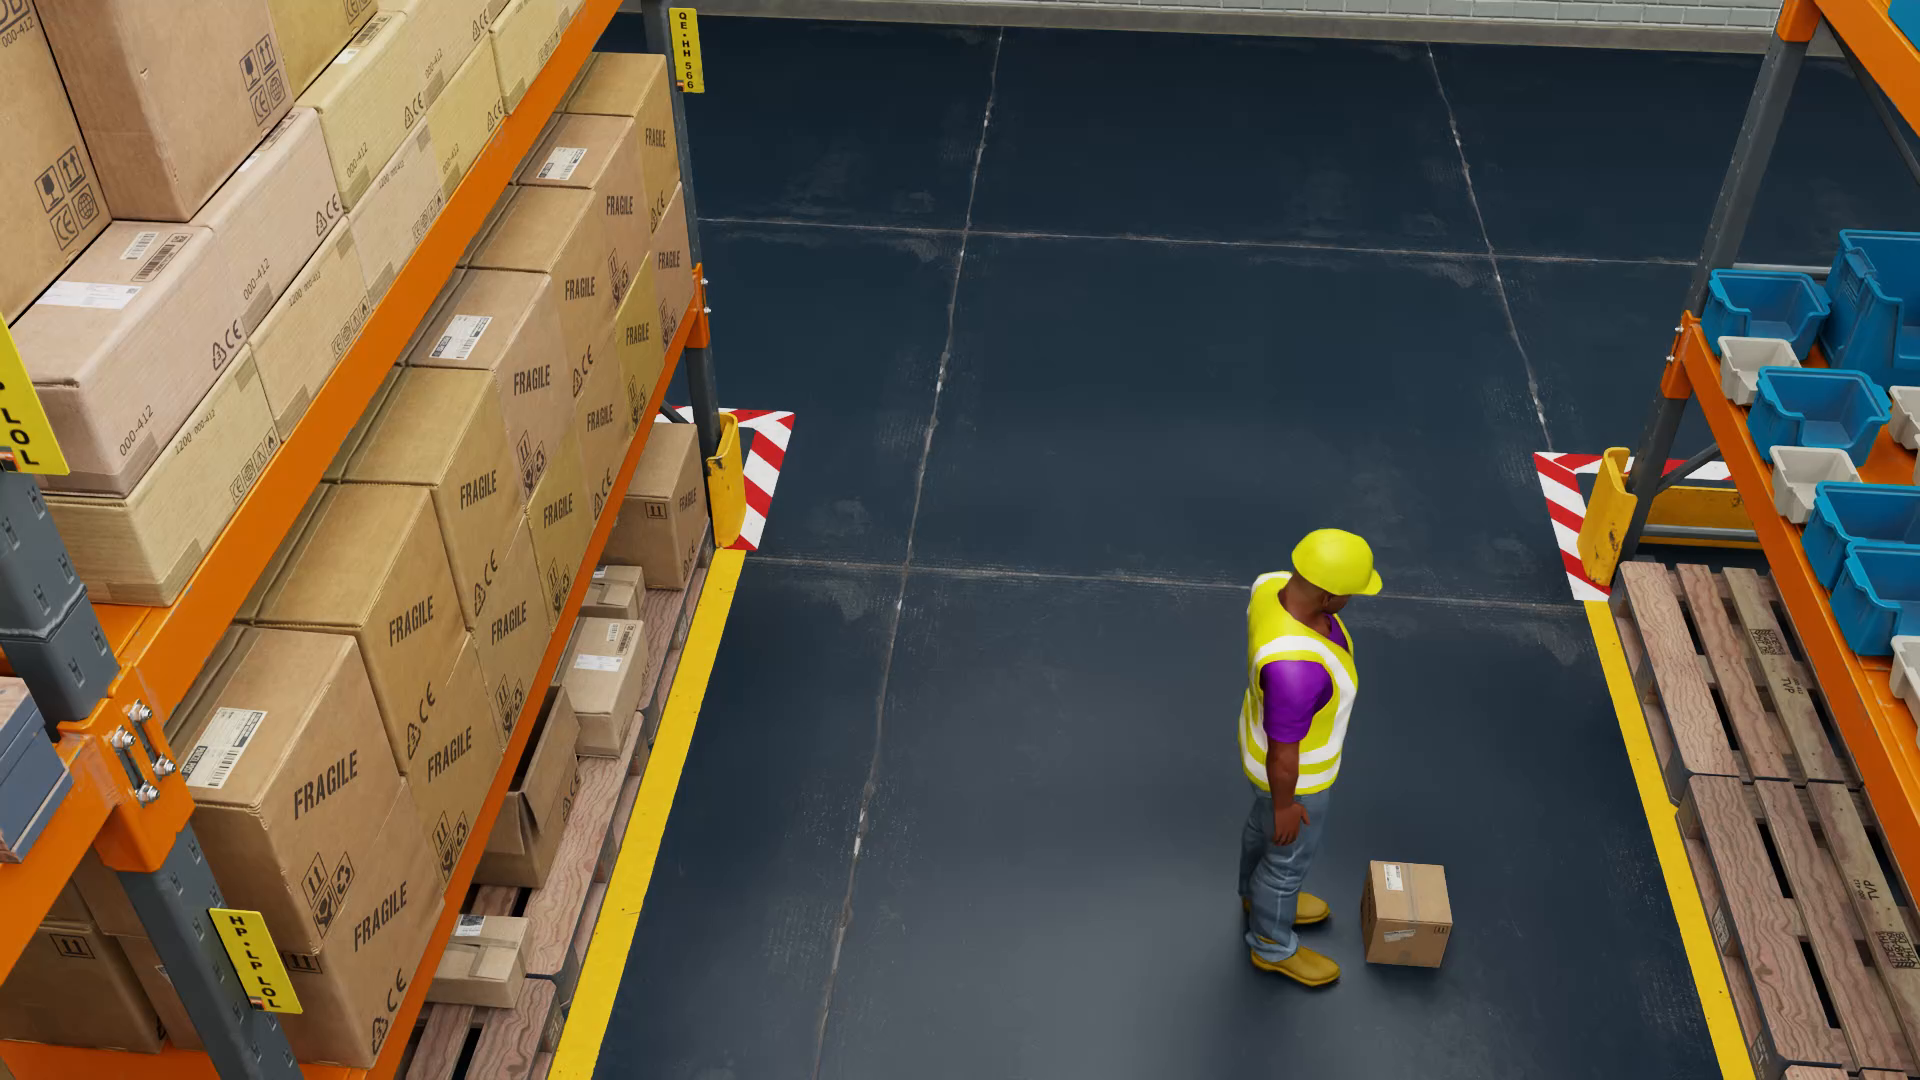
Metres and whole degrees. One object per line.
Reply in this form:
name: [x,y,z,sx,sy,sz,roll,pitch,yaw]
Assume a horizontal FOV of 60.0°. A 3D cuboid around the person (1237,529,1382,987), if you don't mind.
person: [1.094,0.674,5.303,0.450,1.776,0.580,3,40,4]
